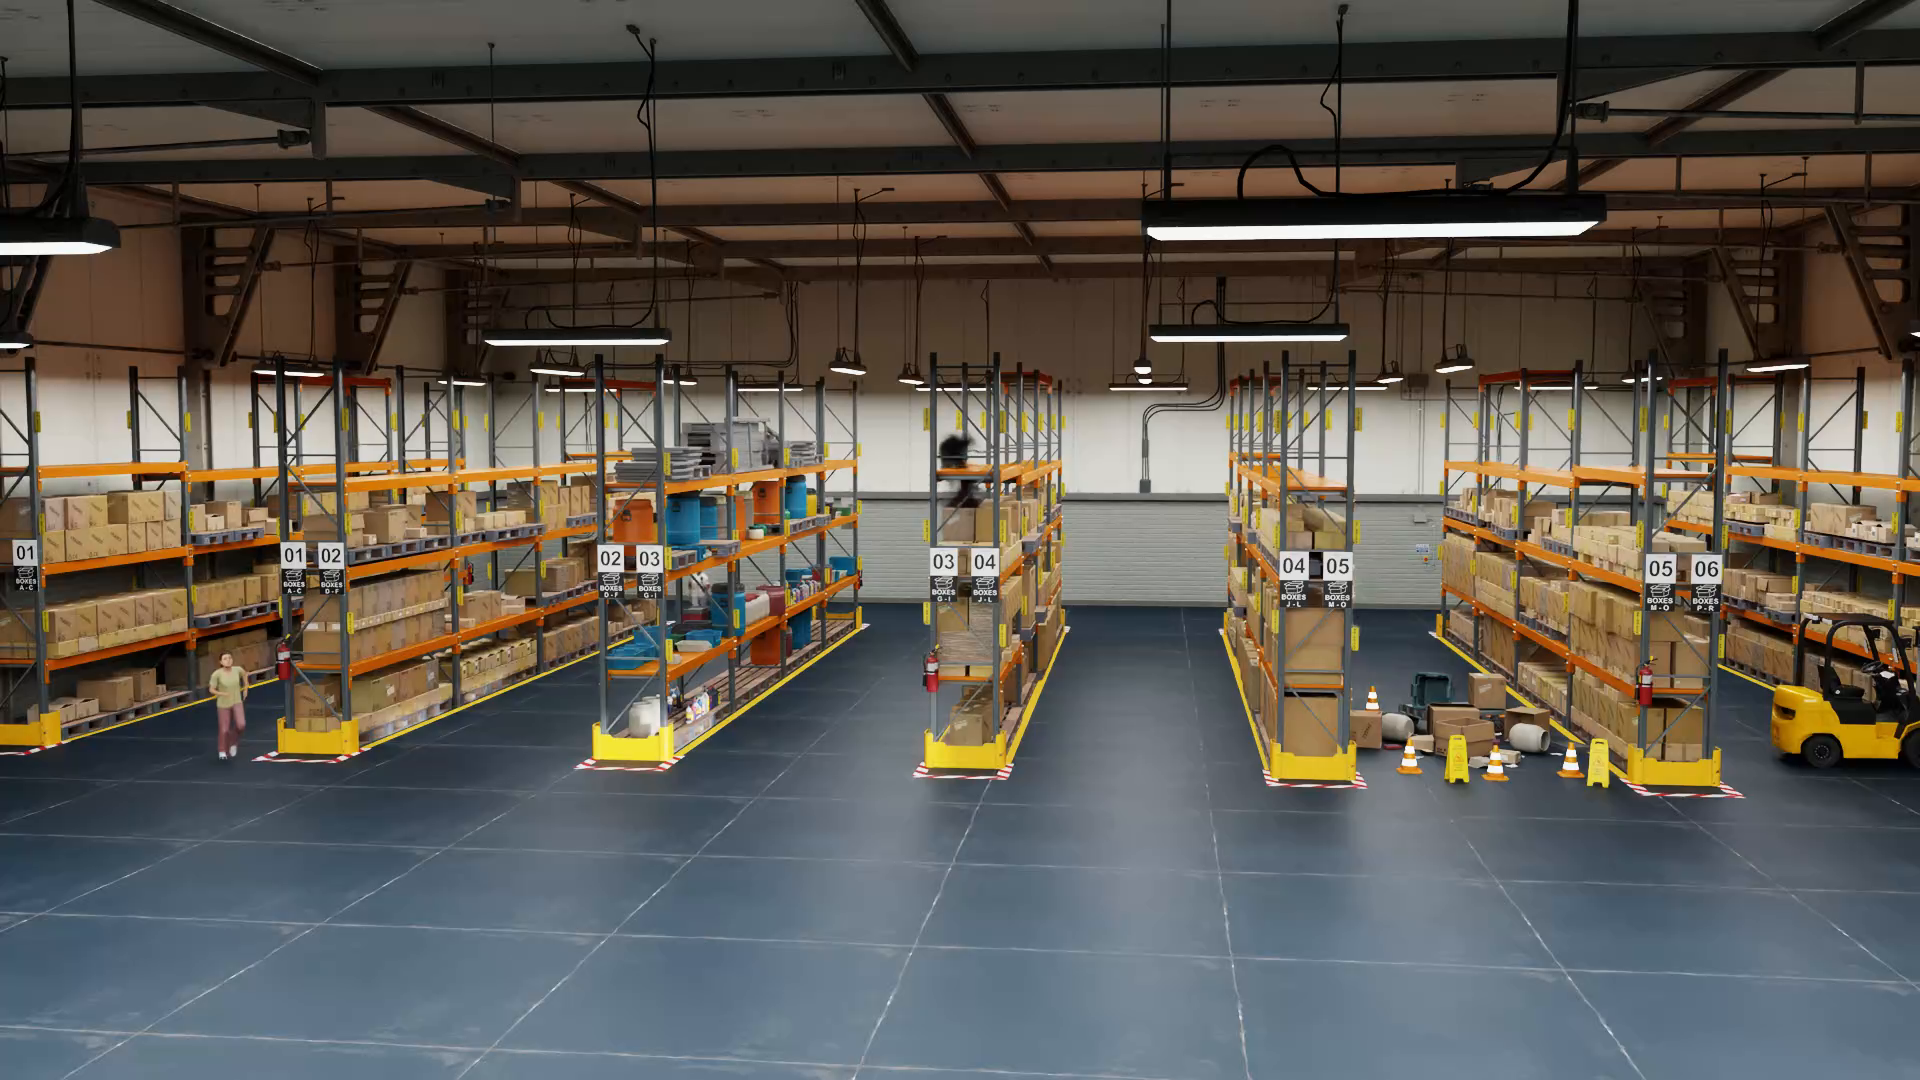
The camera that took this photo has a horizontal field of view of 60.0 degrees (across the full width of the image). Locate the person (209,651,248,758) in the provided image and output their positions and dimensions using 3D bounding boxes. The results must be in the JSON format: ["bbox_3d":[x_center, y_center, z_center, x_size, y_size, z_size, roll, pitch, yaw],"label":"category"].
[{"bbox_3d":[-10.770,2.437,24.535,0.579,1.618,0.764,-3,5,-33],"label":"person"}]

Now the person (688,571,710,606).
[{"bbox_3d":[-6.238,1.368,39.797,0.546,1.700,0.879,0,4,-2],"label":"person"}]
